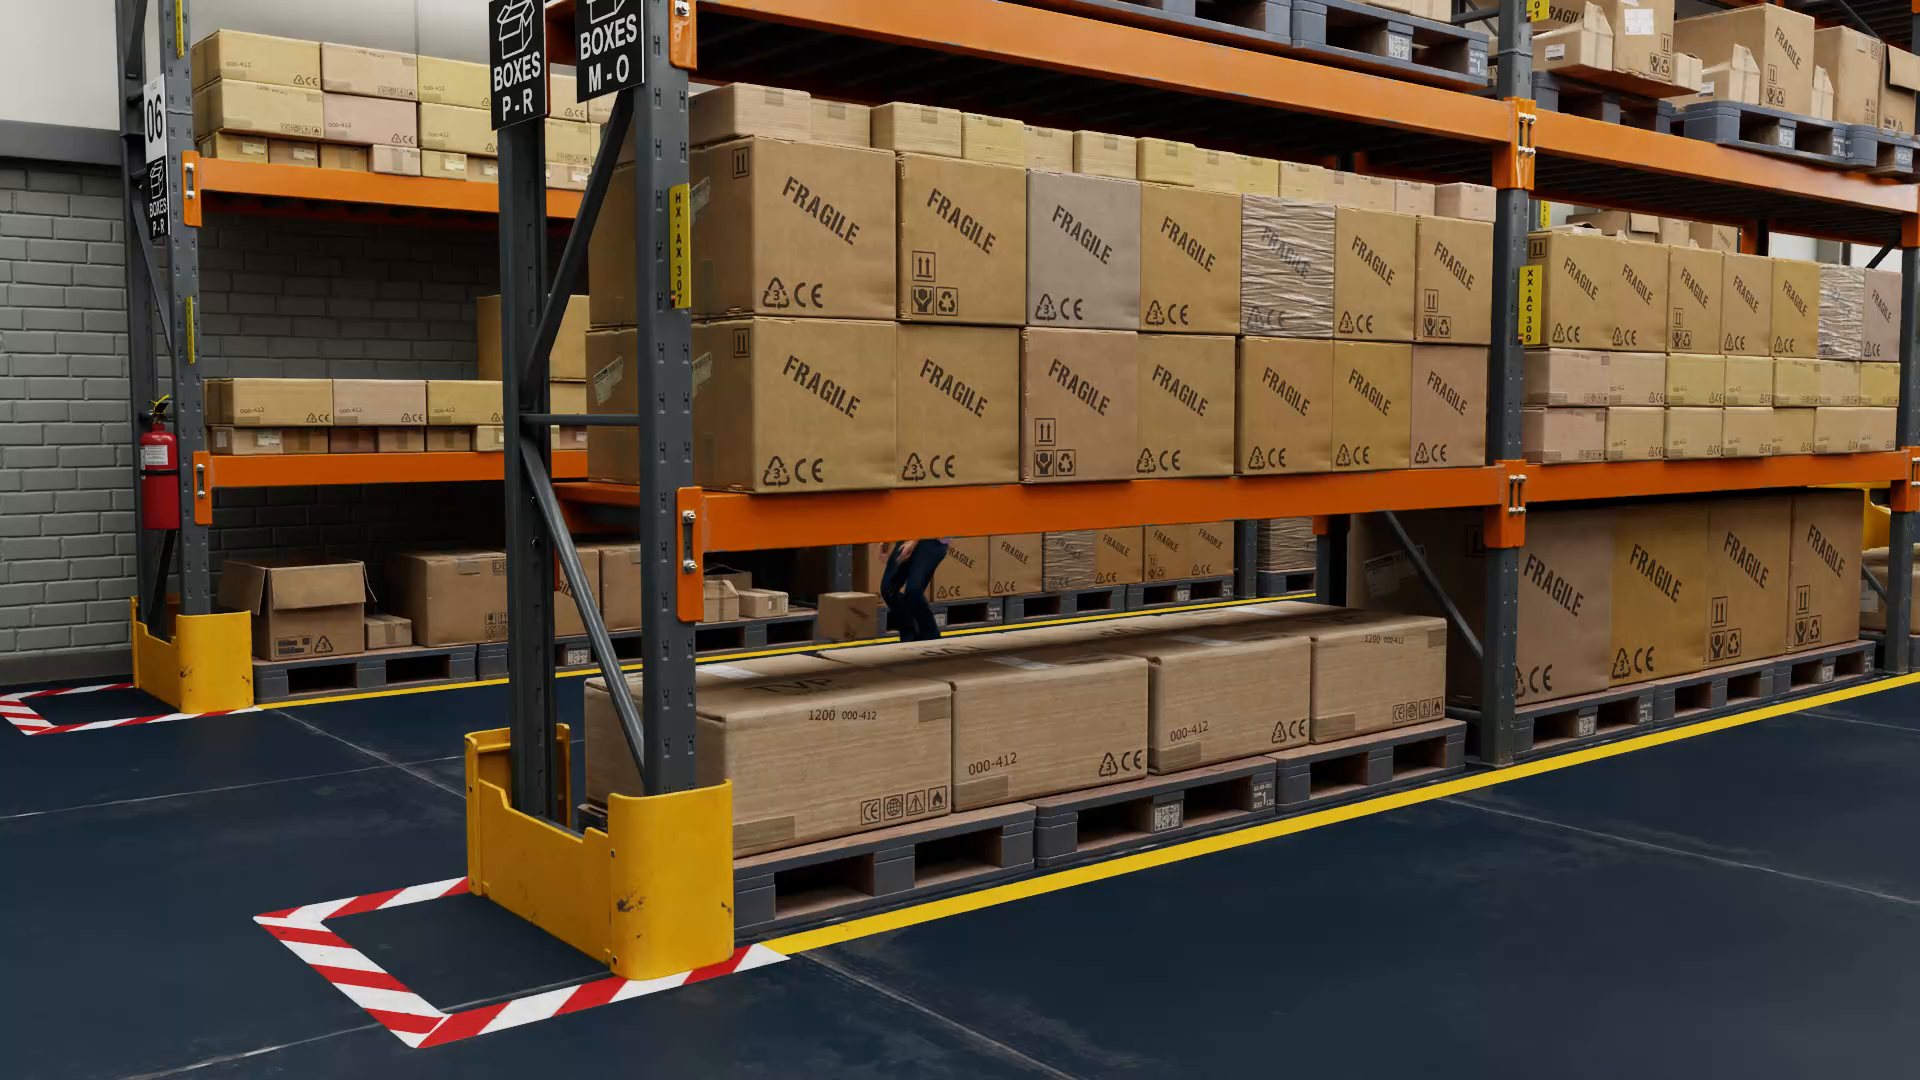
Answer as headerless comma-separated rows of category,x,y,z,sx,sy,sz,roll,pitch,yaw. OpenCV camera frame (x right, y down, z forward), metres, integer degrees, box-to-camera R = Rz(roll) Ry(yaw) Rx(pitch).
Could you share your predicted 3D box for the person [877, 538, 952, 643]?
person,-0.274,0.020,10.026,0.497,1.482,0.447,-3,5,-35
